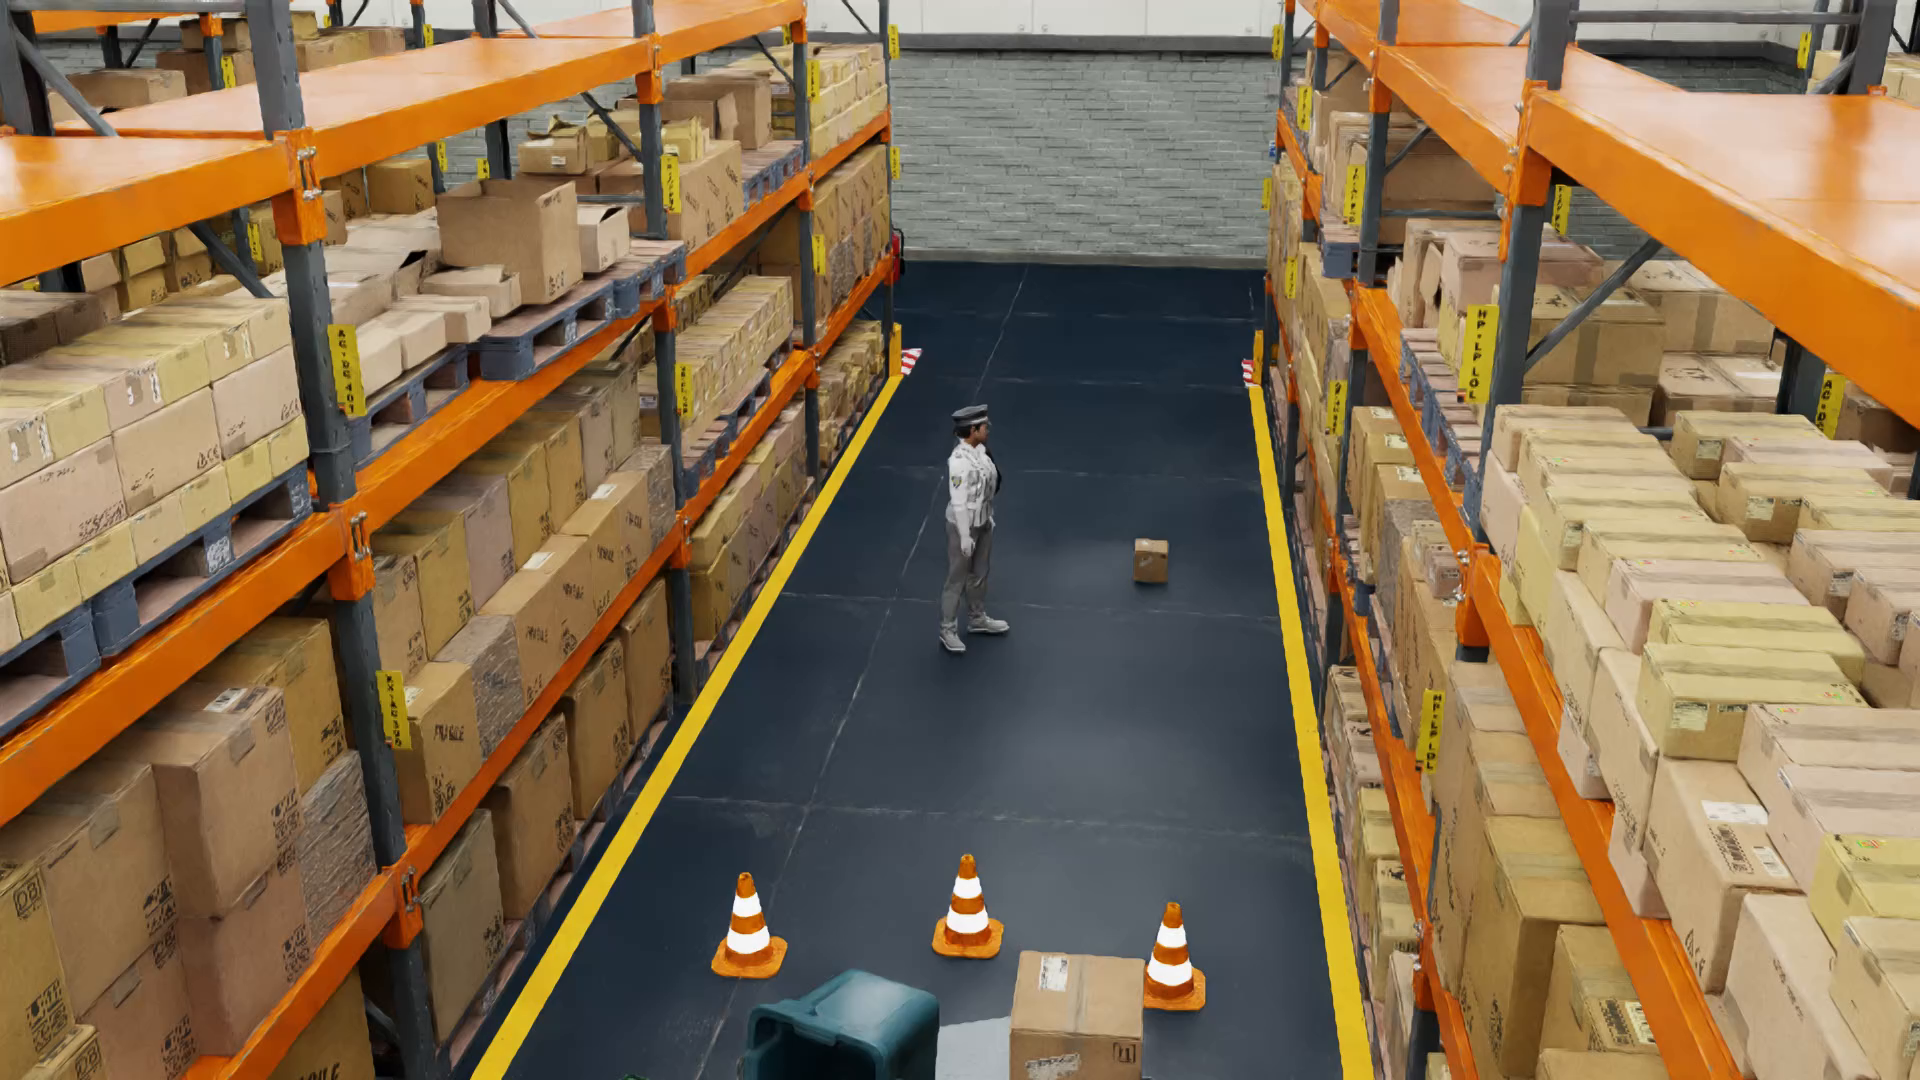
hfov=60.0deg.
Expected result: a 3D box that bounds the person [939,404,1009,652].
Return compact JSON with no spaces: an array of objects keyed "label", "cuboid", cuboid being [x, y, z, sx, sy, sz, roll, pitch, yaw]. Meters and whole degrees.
[{"label":"person","cuboid":[0.082,-0.102,11.262,0.394,1.677,0.551,9,23,21]}]
